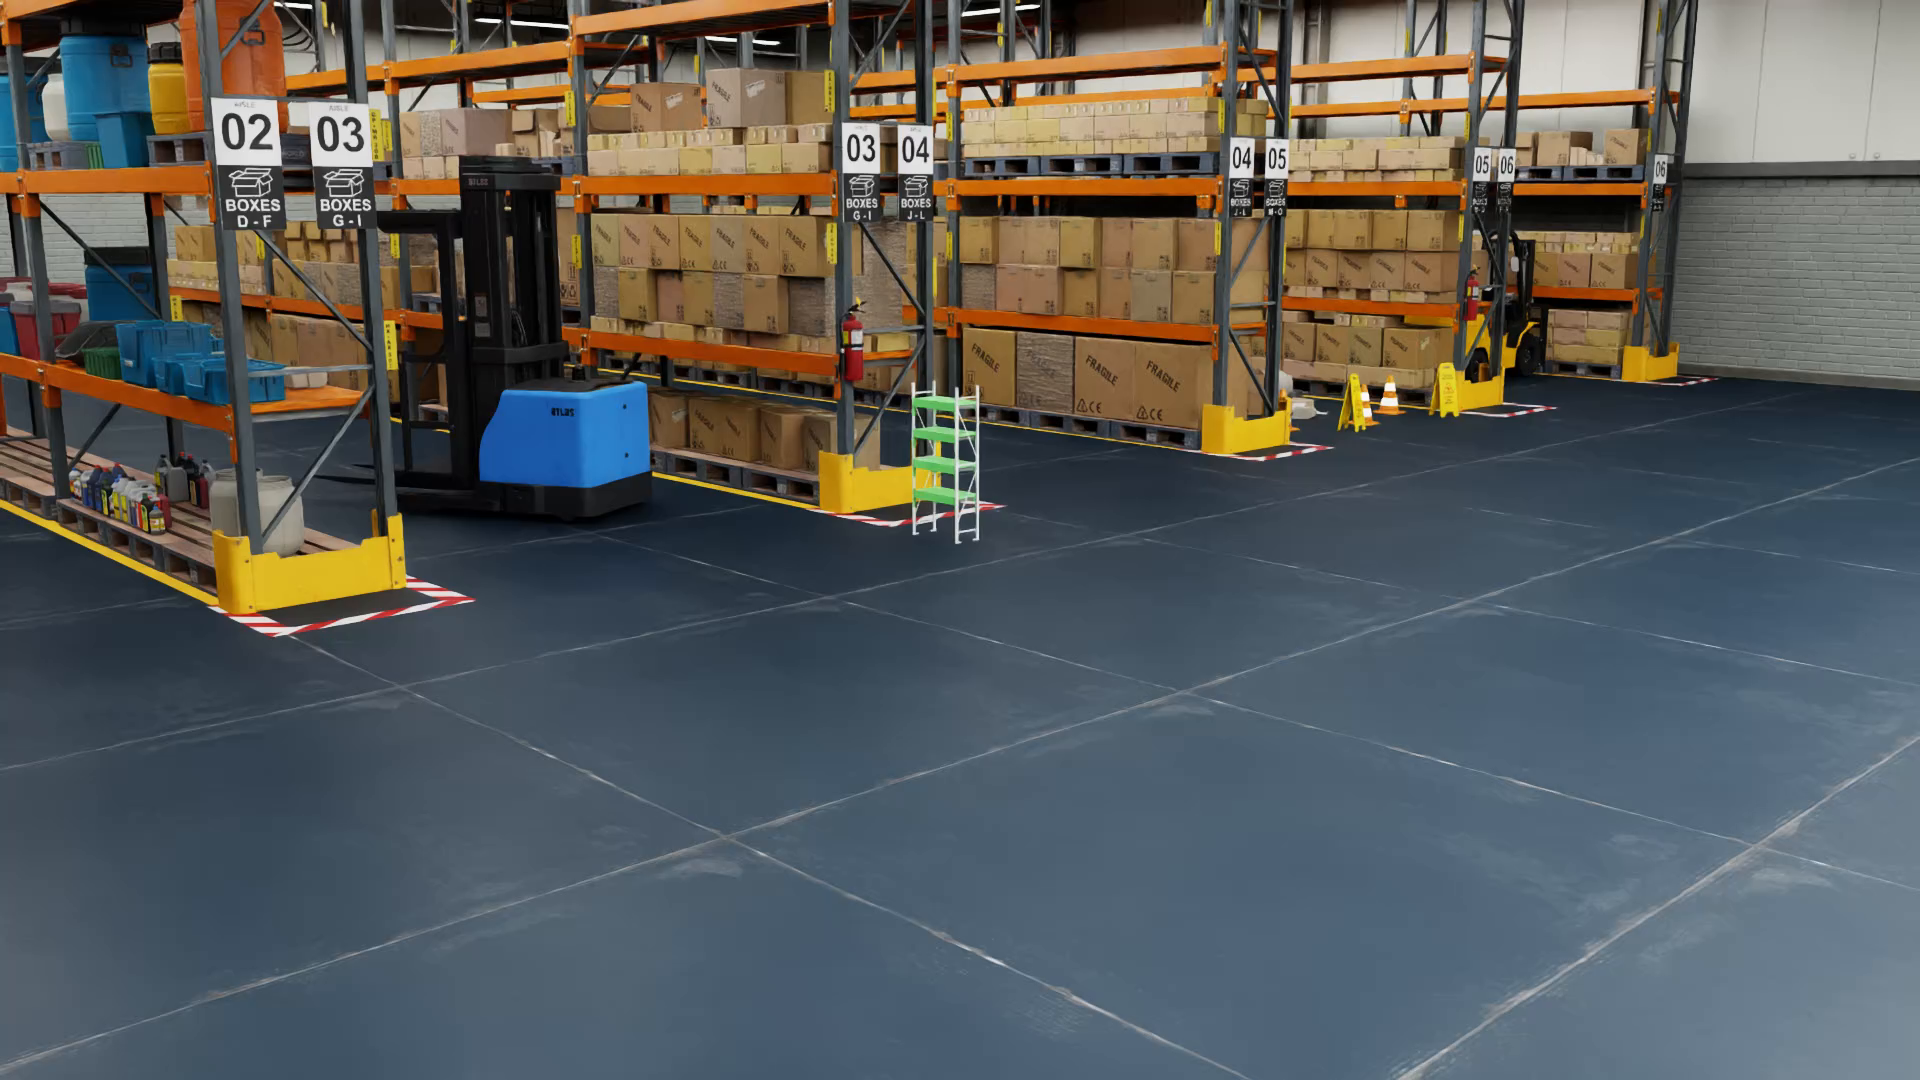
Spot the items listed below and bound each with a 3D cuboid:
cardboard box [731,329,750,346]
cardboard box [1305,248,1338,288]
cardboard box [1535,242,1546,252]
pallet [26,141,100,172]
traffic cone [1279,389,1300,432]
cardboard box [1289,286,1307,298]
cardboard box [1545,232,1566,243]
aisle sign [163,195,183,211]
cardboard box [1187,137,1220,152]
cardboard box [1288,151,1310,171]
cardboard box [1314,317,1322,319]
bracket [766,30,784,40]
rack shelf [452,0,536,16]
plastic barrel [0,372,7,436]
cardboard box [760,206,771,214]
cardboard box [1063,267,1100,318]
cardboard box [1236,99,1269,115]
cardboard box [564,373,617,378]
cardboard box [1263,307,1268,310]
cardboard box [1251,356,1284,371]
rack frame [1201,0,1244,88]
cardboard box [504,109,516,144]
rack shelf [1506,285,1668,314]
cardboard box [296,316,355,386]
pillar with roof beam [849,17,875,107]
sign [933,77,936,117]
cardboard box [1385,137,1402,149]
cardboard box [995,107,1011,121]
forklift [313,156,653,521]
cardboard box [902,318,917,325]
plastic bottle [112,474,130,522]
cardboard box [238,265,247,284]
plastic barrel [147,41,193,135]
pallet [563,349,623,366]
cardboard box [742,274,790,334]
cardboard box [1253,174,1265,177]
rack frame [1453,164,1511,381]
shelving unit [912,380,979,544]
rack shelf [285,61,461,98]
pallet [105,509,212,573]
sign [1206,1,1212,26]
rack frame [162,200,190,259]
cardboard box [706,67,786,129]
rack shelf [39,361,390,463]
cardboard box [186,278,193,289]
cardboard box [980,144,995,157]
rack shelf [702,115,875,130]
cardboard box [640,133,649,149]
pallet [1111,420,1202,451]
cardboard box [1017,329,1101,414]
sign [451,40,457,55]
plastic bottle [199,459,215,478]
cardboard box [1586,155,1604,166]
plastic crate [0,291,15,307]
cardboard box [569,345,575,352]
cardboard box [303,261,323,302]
[{"bbox_3d":[-1.853,-1.850,15.079,0.380,0.149,0.250,-11,16,-43],"label":"cardboard box"},{"bbox_3d":[4.940,-3.620,22.064,0.500,0.500,0.500,-11,16,-42],"label":"cardboard box"},{"bbox_3d":[8.777,-4.415,25.053,0.380,0.149,0.250,-11,16,-42],"label":"cardboard box"},{"bbox_3d":[-6.407,-2.958,12.872,1.213,0.211,1.003,-11,16,-43],"label":"pallet"},{"bbox_3d":[3.686,-1.489,18.993,0.336,0.463,0.334,-11,16,-43],"label":"traffic cone"},{"bbox_3d":[4.635,-3.343,22.326,0.380,0.149,0.250,-11,16,-42],"label":"cardboard box"},{"bbox_3d":[8.952,-4.524,24.842,0.380,0.149,0.250,-10,16,-41],"label":"cardboard box"},{"bbox_3d":[-11.948,-5.357,25.037,0.394,0.787,0.004,-11,16,-43],"label":"aisle sign"},{"bbox_3d":[2.551,-4.058,17.077,0.380,0.149,0.250,-11,16,-43],"label":"cardboard box"},{"bbox_3d":[4.579,-5.035,22.116,0.500,0.250,0.500,-11,16,-42],"label":"cardboard box"},{"bbox_3d":[4.728,-2.848,23.216,0.500,0.500,0.500,-11,16,-42],"label":"cardboard box"},{"bbox_3d":[-4.316,-11.766,38.798,0.235,0.232,0.430,-11,16,-43],"label":"bracket"},{"bbox_3d":[-6.643,-8.713,26.449,1.077,0.370,4.000,-11,16,-43],"label":"rack shelf"},{"bbox_3d":[-10.089,-1.469,16.946,0.600,0.830,0.708,-11,16,-43],"label":"plastic barrel"},{"bbox_3d":[-3.428,-6.030,30.412,0.250,0.149,0.380,11,16,44],"label":"cardboard box"},{"bbox_3d":[1.649,-2.826,18.821,0.875,0.550,0.500,-11,16,-43],"label":"cardboard box"},{"bbox_3d":[3.025,-4.541,17.442,0.380,0.149,0.250,-11,16,-42],"label":"cardboard box"},{"bbox_3d":[-4.118,-1.520,17.958,0.700,0.500,0.500,-11,16,-43],"label":"cardboard box"},{"bbox_3d":[5.476,-3.876,29.135,0.875,0.625,0.625,-10,15,-41],"label":"cardboard box"},{"bbox_3d":[4.362,-2.404,22.917,0.500,0.250,0.500,-10,15,-39],"label":"cardboard box"},{"bbox_3d":[4.598,-7.959,29.241,1.000,3.000,0.127,-11,16,-43],"label":"rack frame"},{"bbox_3d":[-4.953,-4.528,18.535,0.500,0.500,0.500,-11,16,-42],"label":"cardboard box"},{"bbox_3d":[8.742,-3.793,25.669,1.077,0.370,4.000,-11,16,-43],"label":"rack shelf"},{"bbox_3d":[-7.845,-2.475,21.717,0.875,0.875,1.225,11,16,43],"label":"cardboard box"},{"bbox_3d":[-5.250,-9.046,34.516,9.100,9.000,0.548,-11,16,-43],"label":"pillar with roof beam"},{"bbox_3d":[-0.240,-3.753,14.093,0.100,0.325,0.005,-11,16,-43],"label":"sign"},{"bbox_3d":[5.611,-5.028,21.094,0.380,0.149,0.250,-11,16,-42],"label":"cardboard box"},{"bbox_3d":[0.620,-4.857,18.976,0.380,0.149,0.250,-11,16,-43],"label":"cardboard box"},{"bbox_3d":[-4.216,-1.748,14.132,3.031,2.935,1.130,4,12,20],"label":"forklift"},{"bbox_3d":[-0.636,-3.867,28.473,0.875,0.875,0.875,-10,15,-41],"label":"cardboard box"},{"bbox_3d":[-6.295,-0.326,12.536,0.144,0.351,0.185,-11,16,-43],"label":"plastic bottle"},{"bbox_3d":[-9.773,-3.706,23.103,0.500,0.250,0.500,-10,15,-41],"label":"cardboard box"},{"bbox_3d":[-5.093,-3.005,11.124,0.600,0.588,0.600,0,12,0],"label":"plastic barrel"},{"bbox_3d":[-5.751,-2.935,26.634,1.003,0.211,1.213,-11,16,-43],"label":"pallet"},{"bbox_3d":[-1.424,-2.115,14.758,0.875,0.500,0.500,-11,16,-43],"label":"cardboard box"},{"bbox_3d":[4.203,-4.944,22.665,0.380,0.149,0.250,-11,16,-43],"label":"cardboard box"},{"bbox_3d":[6.536,-3.161,20.820,1.000,3.000,0.127,-11,16,-43],"label":"rack frame"},{"bbox_3d":[-0.114,-0.612,12.908,0.258,1.200,0.503,-11,16,-43],"label":"shelving unit"},{"bbox_3d":[-7.538,-5.629,20.708,1.077,0.370,4.000,-11,16,-43],"label":"rack shelf"},{"bbox_3d":[-5.696,-0.026,12.513,1.003,0.211,1.213,-11,16,-43],"label":"pallet"},{"bbox_3d":[3.376,-7.140,22.558,0.100,0.325,0.005,-11,16,-43],"label":"sign"},{"bbox_3d":[-11.681,-4.115,25.451,1.000,3.000,0.127,-11,16,-43],"label":"rack frame"},{"bbox_3d":[-1.885,-3.879,14.651,0.500,0.500,0.500,-11,16,-43],"label":"cardboard box"},{"bbox_3d":[-5.595,-1.029,12.256,1.077,0.370,4.000,-11,16,-43],"label":"rack shelf"},{"bbox_3d":[-11.138,-3.782,24.456,0.380,0.149,0.250,-11,16,-43],"label":"cardboard box"},{"bbox_3d":[0.449,-4.503,19.234,0.380,0.149,0.250,-11,16,-42],"label":"cardboard box"},{"bbox_3d":[-3.133,-7.594,30.245,1.077,0.370,4.000,-11,16,-43],"label":"rack shelf"},{"bbox_3d":[-2.787,-3.762,15.690,0.380,0.149,0.250,-10,15,-41],"label":"cardboard box"},{"bbox_3d":[2.417,-1.196,18.195,1.003,0.211,1.213,-11,16,-43],"label":"pallet"},{"bbox_3d":[1.272,-1.973,19.277,0.875,0.875,0.875,-11,16,-42],"label":"cardboard box"},{"bbox_3d":[-8.417,-8.150,27.660,0.100,0.325,0.005,-11,16,-43],"label":"sign"},{"bbox_3d":[-5.968,-0.463,13.197,0.144,0.351,0.185,-11,16,-43],"label":"plastic bottle"},{"bbox_3d":[9.331,-5.532,24.232,0.250,0.149,0.380,11,16,44],"label":"cardboard box"},{"bbox_3d":[-8.844,-2.010,15.076,0.402,0.464,0.583,-11,16,-43],"label":"plastic crate"},{"bbox_3d":[-6.127,-3.106,26.578,0.250,0.149,0.380,11,16,43],"label":"cardboard box"},{"bbox_3d":[-8.089,-3.332,21.402,0.500,0.500,0.500,11,16,44],"label":"cardboard box"}]
